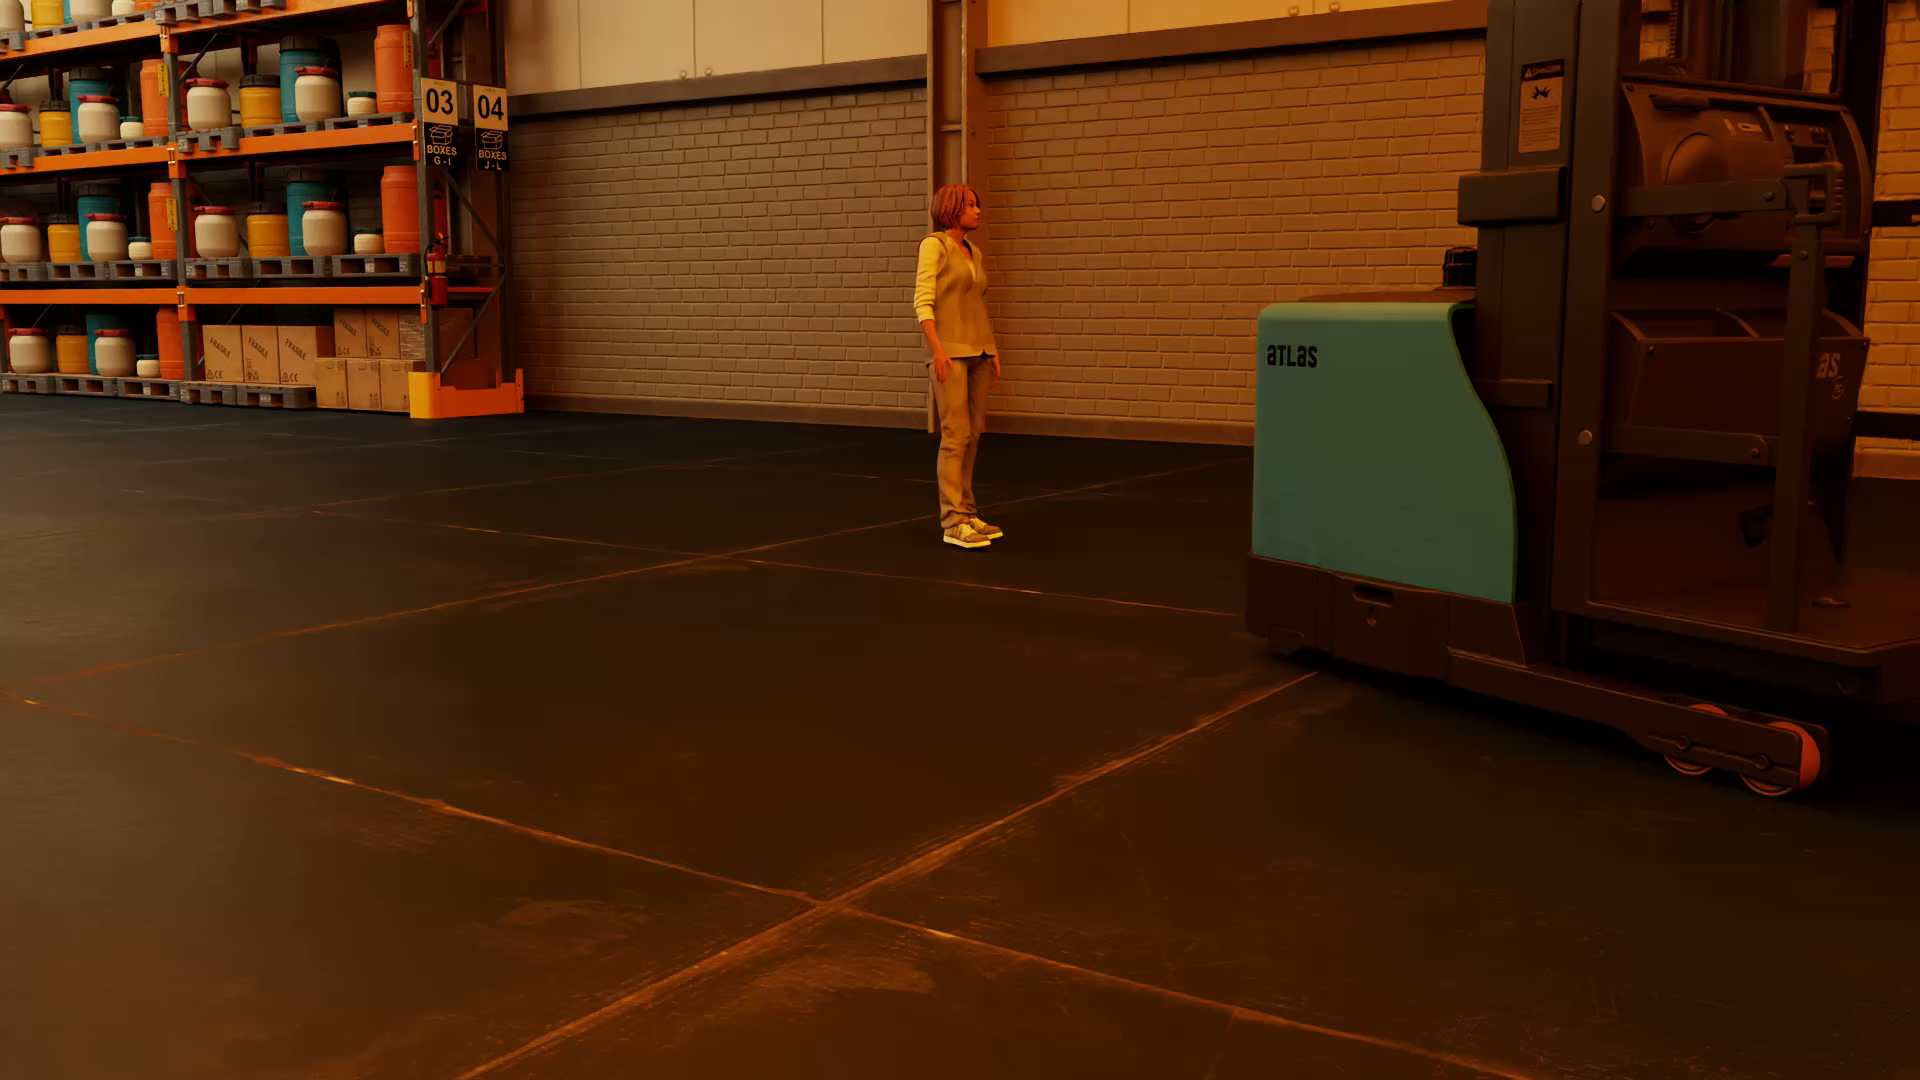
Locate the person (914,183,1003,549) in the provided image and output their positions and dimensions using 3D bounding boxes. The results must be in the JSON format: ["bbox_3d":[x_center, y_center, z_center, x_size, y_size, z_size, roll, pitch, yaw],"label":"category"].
[{"bbox_3d":[0.053,-0.791,7.438,0.475,1.597,0.520,5,10,34],"label":"person"}]

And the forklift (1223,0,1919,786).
[{"bbox_3d":[2.025,-0.974,4.044,1.130,2.935,3.031,-5,9,-31],"label":"forklift"}]
